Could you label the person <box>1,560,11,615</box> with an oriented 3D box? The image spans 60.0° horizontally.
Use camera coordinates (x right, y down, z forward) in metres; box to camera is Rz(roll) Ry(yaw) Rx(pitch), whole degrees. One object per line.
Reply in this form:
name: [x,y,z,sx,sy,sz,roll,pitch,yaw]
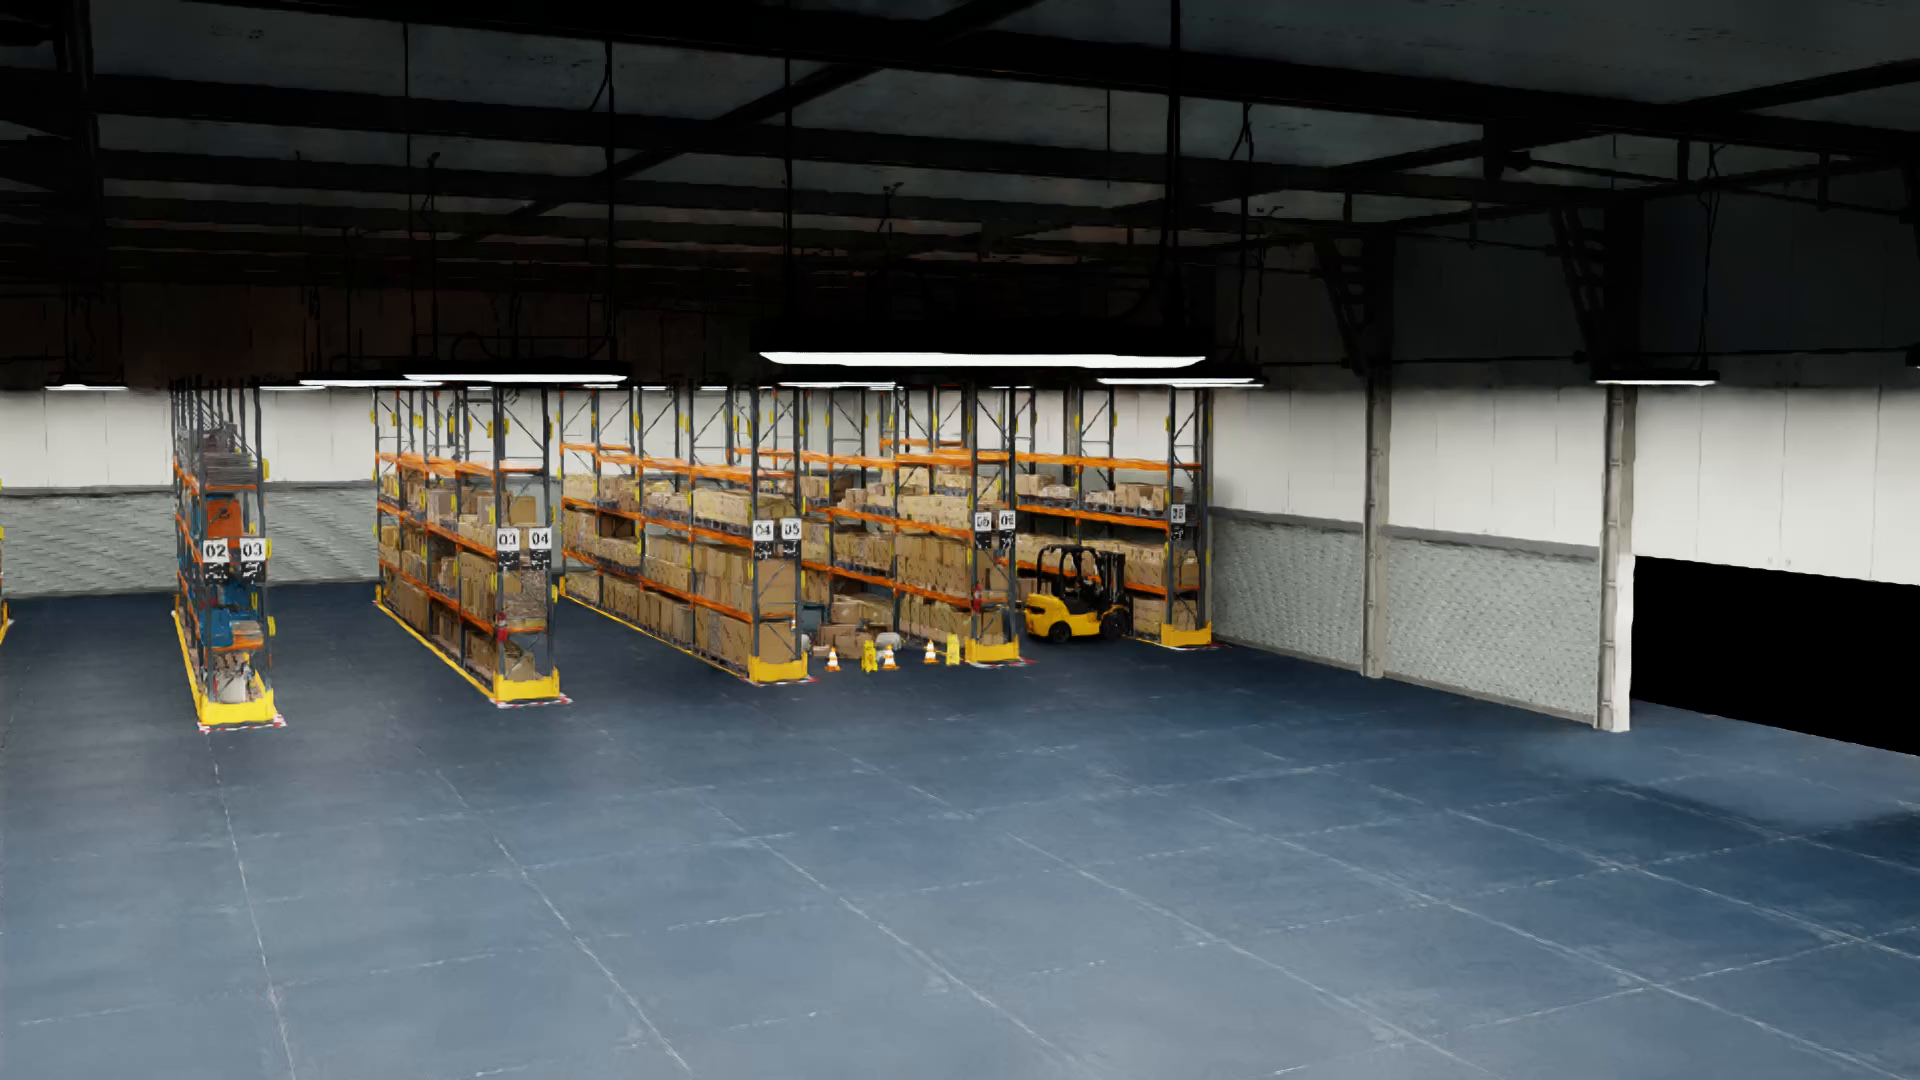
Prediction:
person: [-24.512,1.064,42.286,0.686,1.778,0.431,3,6,27]
